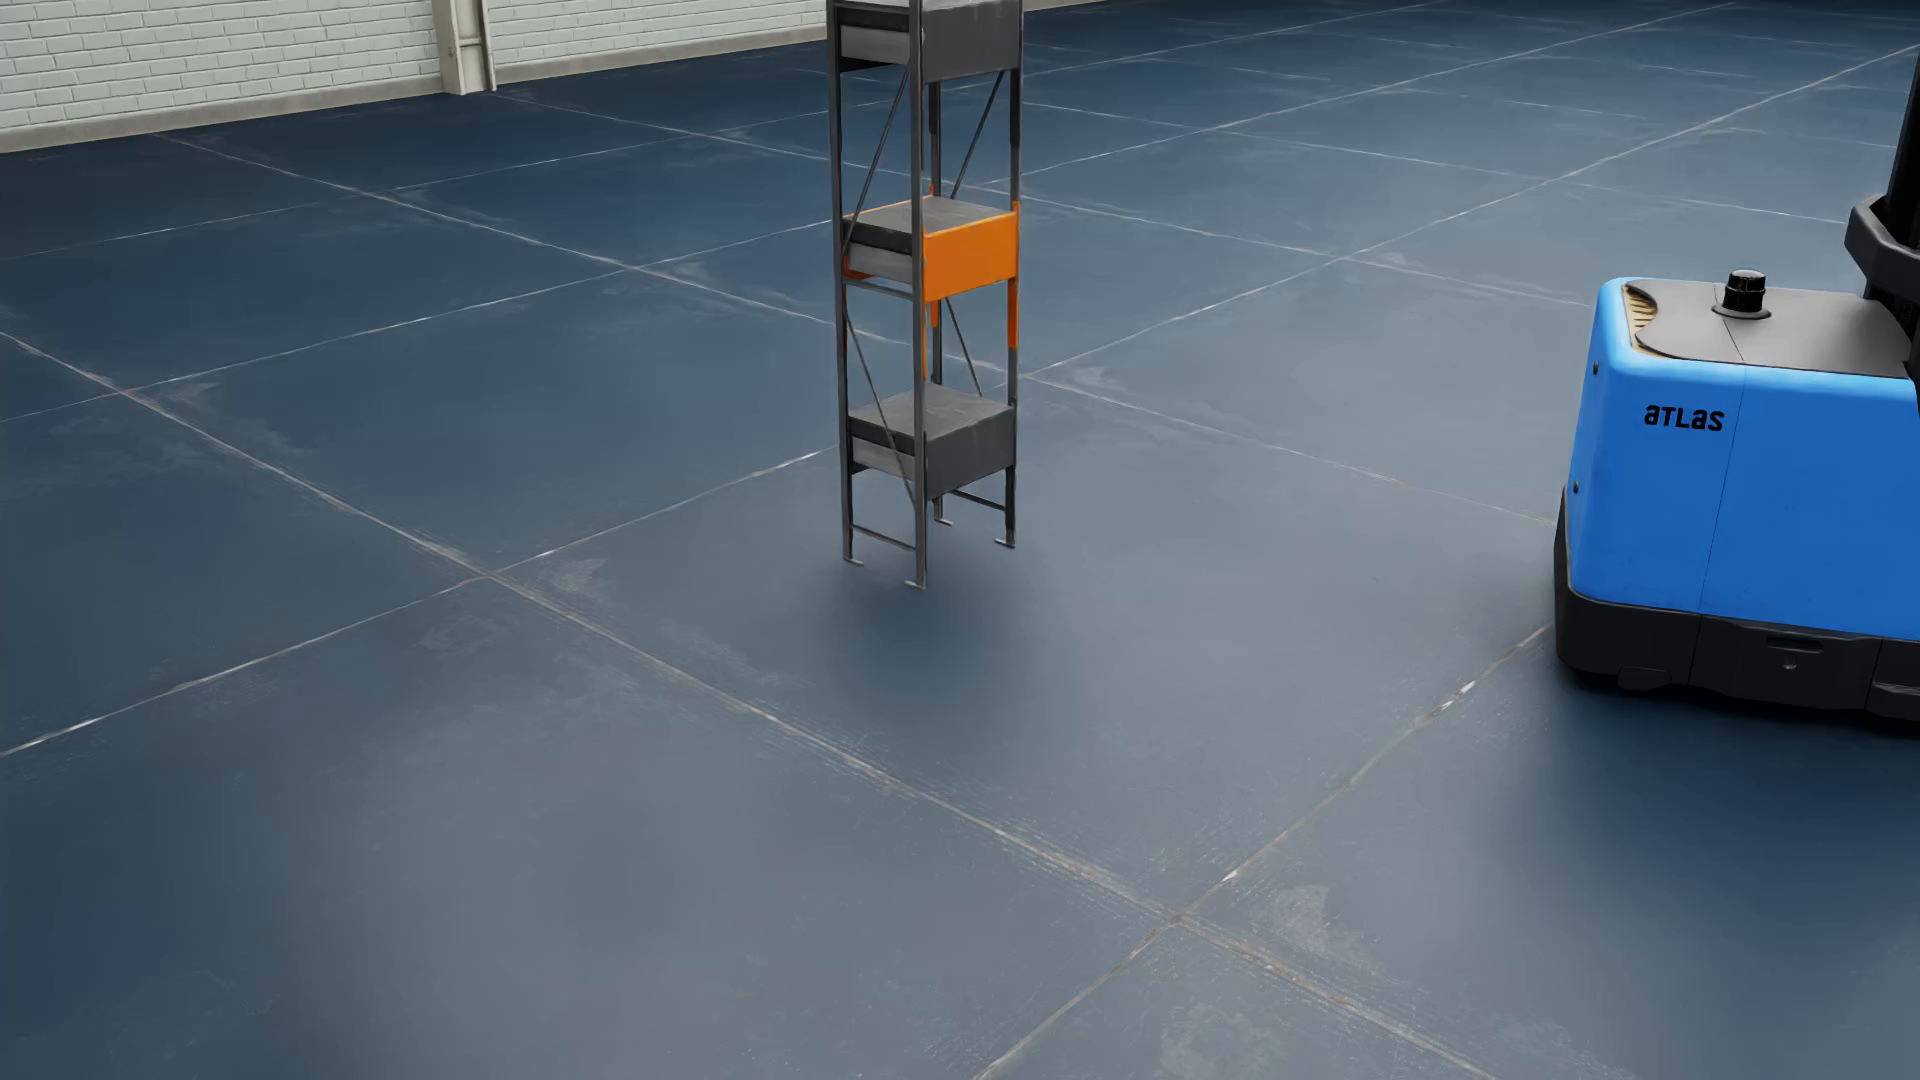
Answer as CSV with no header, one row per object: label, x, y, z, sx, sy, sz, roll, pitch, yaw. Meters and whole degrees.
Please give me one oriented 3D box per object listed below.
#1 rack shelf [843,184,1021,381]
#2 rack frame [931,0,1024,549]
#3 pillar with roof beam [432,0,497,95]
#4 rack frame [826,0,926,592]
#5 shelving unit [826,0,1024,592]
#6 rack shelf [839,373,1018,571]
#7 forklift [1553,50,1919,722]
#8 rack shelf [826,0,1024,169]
rack shelf,-0.110,-0.895,5.714,0.431,0.518,0.480,20,31,38
rack frame,0.052,-0.982,5.874,0.400,2.100,0.015,20,31,38
pillar with roof beam,-1.425,-7.175,11.254,9.100,9.000,0.400,20,31,38
rack frame,-0.273,-0.833,5.542,0.400,2.100,0.015,20,31,38
shelving unit,-0.110,-0.908,5.708,0.431,2.100,0.503,20,31,38
rack shelf,-0.110,-0.256,6.000,0.431,0.518,0.480,20,31,38
forklift,3.463,-0.891,4.656,3.031,2.935,1.130,7,25,16
rack shelf,-0.110,-1.534,5.427,0.431,0.518,0.480,20,31,38
